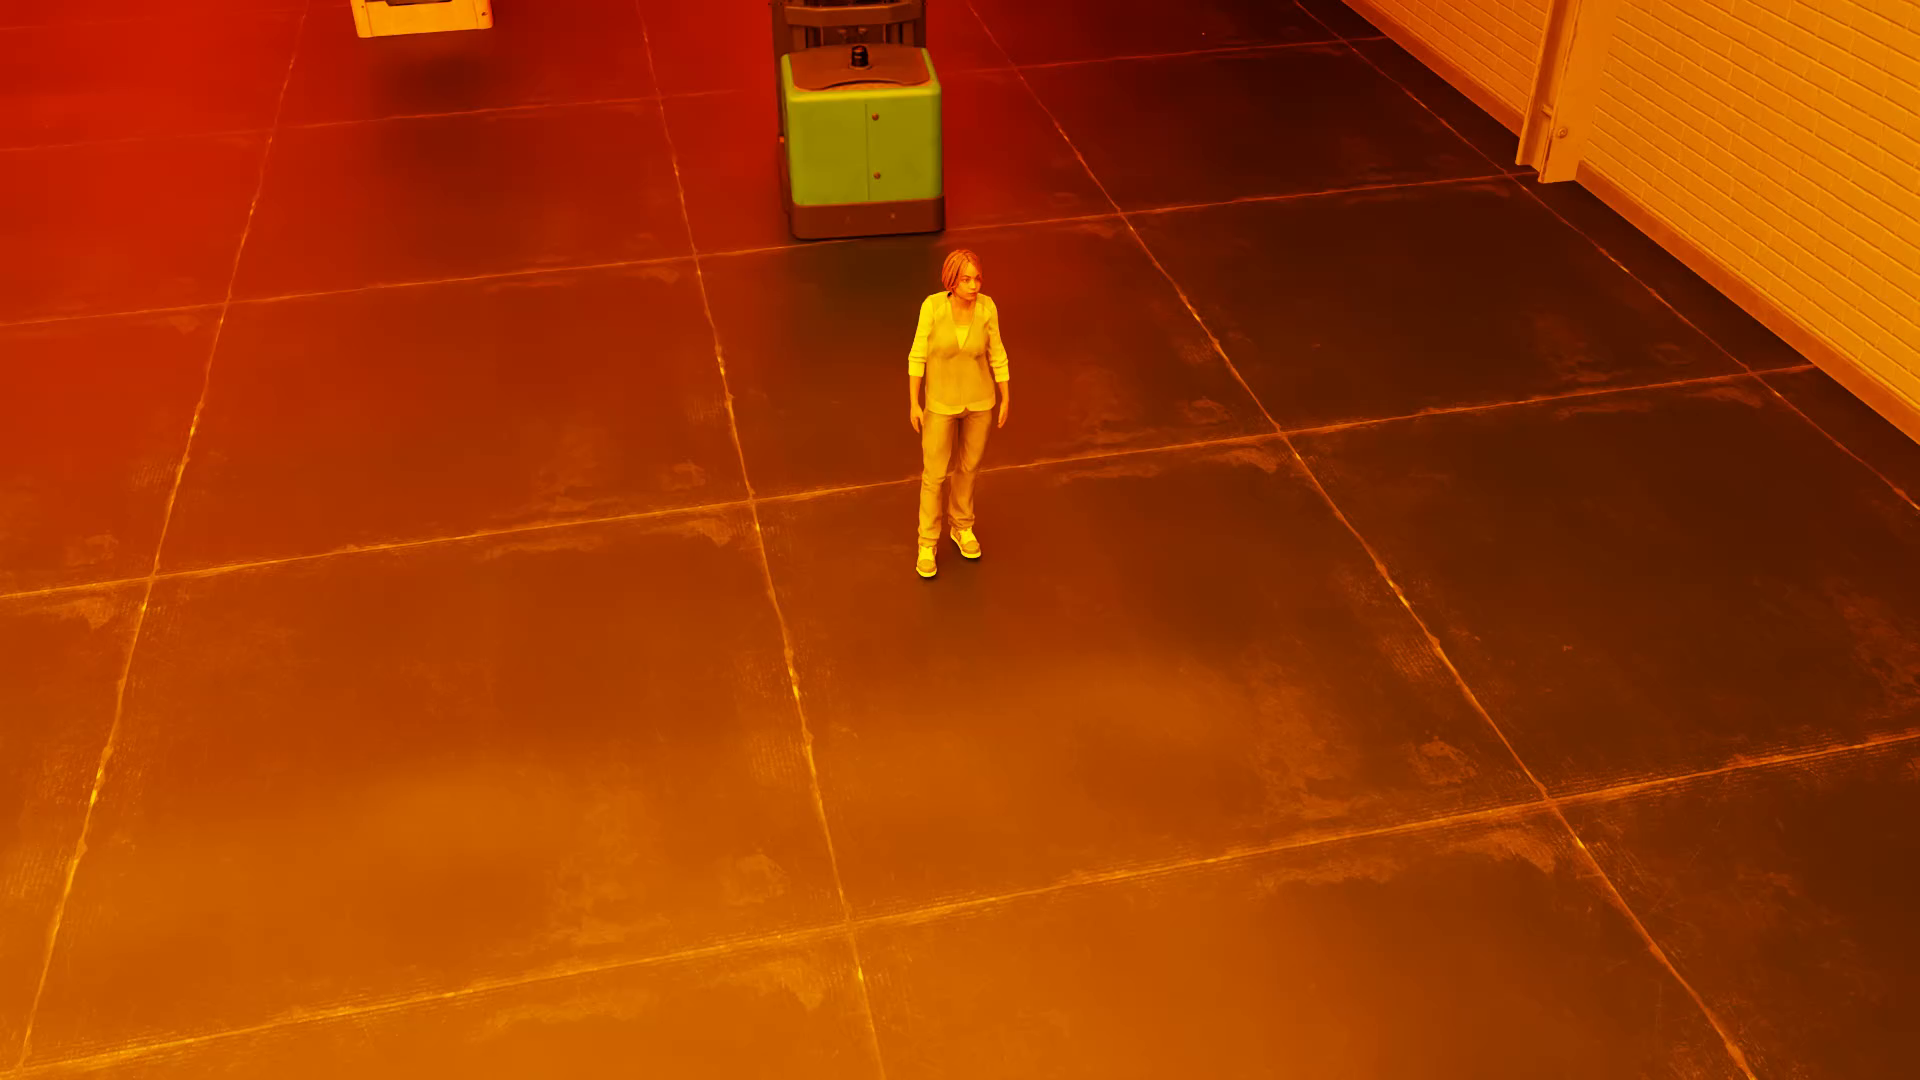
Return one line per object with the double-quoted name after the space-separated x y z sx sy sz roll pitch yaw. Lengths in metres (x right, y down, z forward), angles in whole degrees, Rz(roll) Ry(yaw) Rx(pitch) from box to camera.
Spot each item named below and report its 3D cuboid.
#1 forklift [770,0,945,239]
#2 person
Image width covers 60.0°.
-0.817 -4.080 11.719 1.130 2.935 3.031 -5 36 -6 "forklift"
0.002 -0.611 8.028 0.520 1.597 0.475 -8 36 -11 "person"
